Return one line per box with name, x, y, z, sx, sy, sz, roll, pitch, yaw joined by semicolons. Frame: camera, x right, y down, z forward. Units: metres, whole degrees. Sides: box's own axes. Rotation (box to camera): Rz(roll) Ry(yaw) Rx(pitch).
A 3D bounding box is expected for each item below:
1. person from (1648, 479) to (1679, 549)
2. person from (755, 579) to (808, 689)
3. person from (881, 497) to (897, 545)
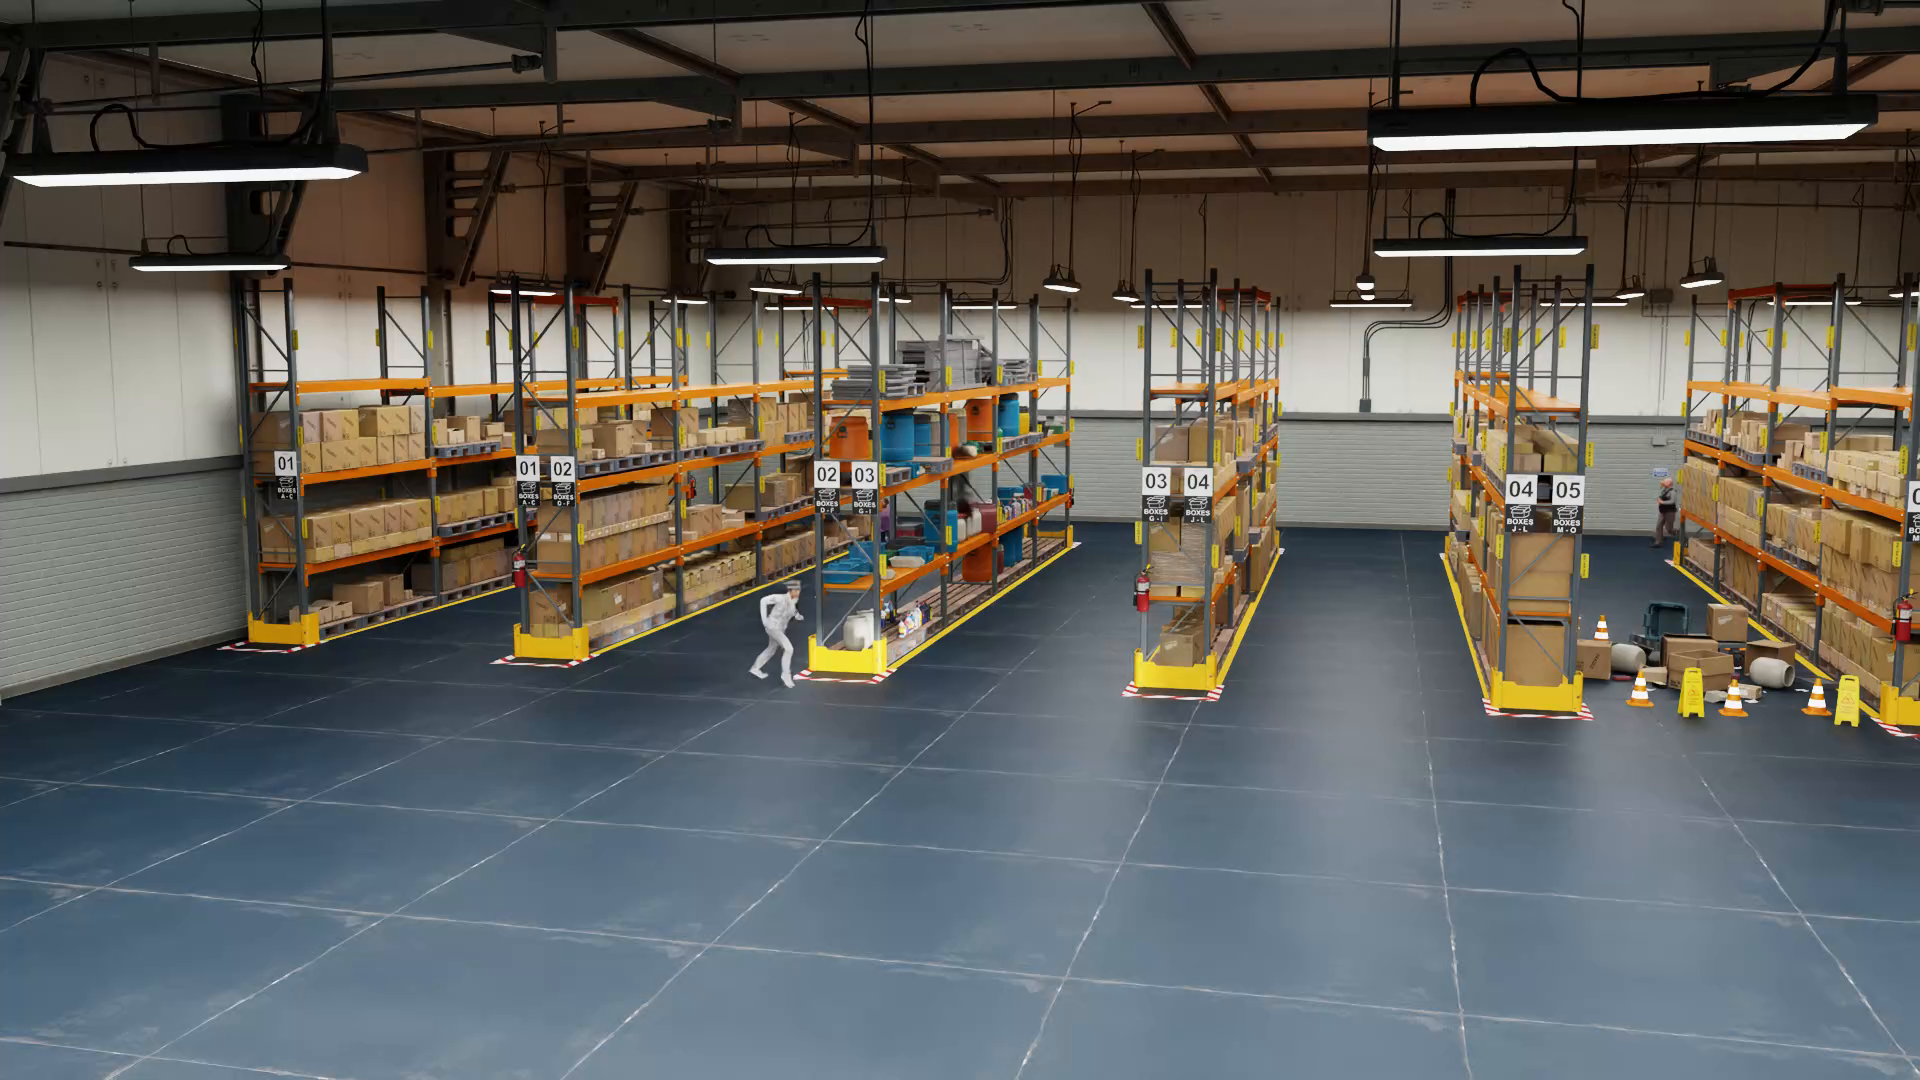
person;16.887;-0.613;39.820;0.772;1.693;0.662;0;7;-2
person;-2.621;1.349;24.175;0.971;1.624;0.658;5;8;34
person;-1.664;-0.210;37.007;0.540;1.567;0.896;0;7;2
